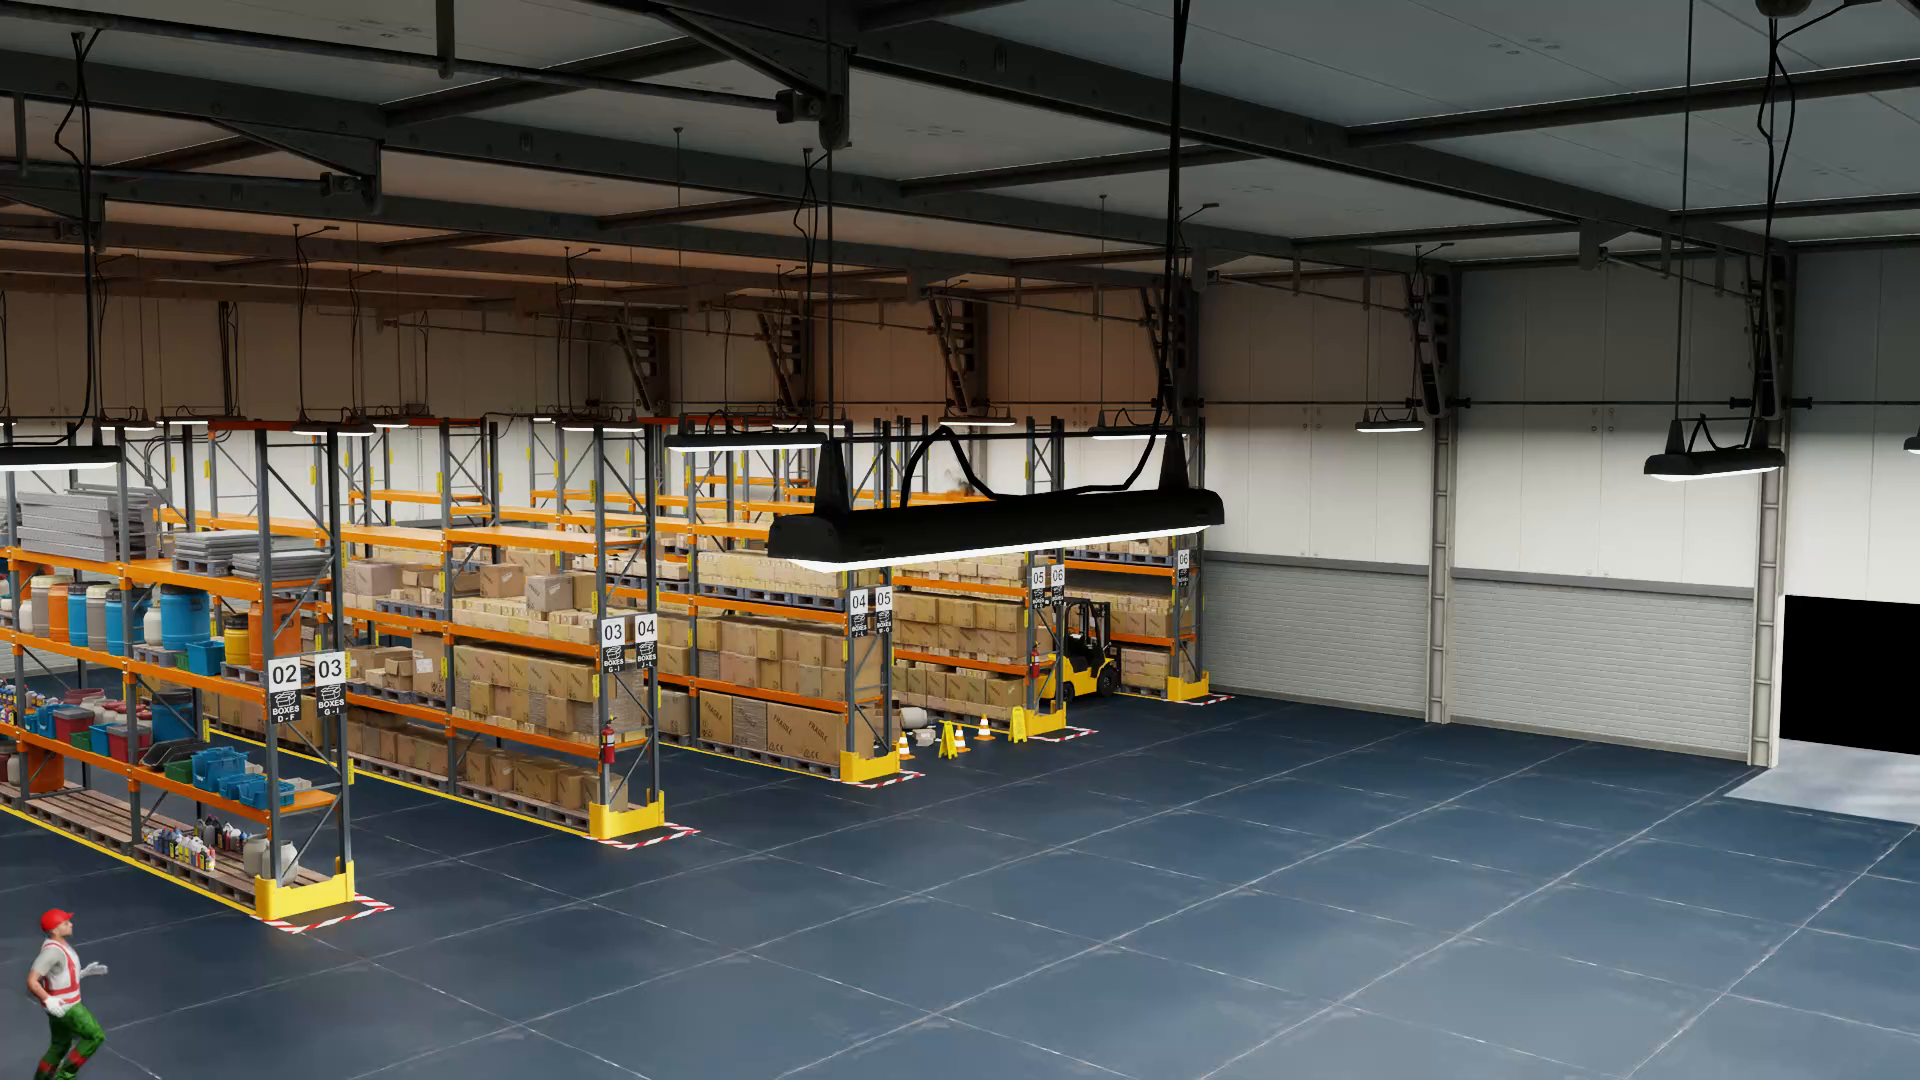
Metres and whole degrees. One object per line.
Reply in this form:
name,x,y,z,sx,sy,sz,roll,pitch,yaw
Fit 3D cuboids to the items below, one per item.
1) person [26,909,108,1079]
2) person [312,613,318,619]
person,-8.047,4.188,14.991,0.679,1.764,0.641,-3,6,-31
person,-14.413,2.442,37.190,0.657,1.645,0.597,-2,5,-25
